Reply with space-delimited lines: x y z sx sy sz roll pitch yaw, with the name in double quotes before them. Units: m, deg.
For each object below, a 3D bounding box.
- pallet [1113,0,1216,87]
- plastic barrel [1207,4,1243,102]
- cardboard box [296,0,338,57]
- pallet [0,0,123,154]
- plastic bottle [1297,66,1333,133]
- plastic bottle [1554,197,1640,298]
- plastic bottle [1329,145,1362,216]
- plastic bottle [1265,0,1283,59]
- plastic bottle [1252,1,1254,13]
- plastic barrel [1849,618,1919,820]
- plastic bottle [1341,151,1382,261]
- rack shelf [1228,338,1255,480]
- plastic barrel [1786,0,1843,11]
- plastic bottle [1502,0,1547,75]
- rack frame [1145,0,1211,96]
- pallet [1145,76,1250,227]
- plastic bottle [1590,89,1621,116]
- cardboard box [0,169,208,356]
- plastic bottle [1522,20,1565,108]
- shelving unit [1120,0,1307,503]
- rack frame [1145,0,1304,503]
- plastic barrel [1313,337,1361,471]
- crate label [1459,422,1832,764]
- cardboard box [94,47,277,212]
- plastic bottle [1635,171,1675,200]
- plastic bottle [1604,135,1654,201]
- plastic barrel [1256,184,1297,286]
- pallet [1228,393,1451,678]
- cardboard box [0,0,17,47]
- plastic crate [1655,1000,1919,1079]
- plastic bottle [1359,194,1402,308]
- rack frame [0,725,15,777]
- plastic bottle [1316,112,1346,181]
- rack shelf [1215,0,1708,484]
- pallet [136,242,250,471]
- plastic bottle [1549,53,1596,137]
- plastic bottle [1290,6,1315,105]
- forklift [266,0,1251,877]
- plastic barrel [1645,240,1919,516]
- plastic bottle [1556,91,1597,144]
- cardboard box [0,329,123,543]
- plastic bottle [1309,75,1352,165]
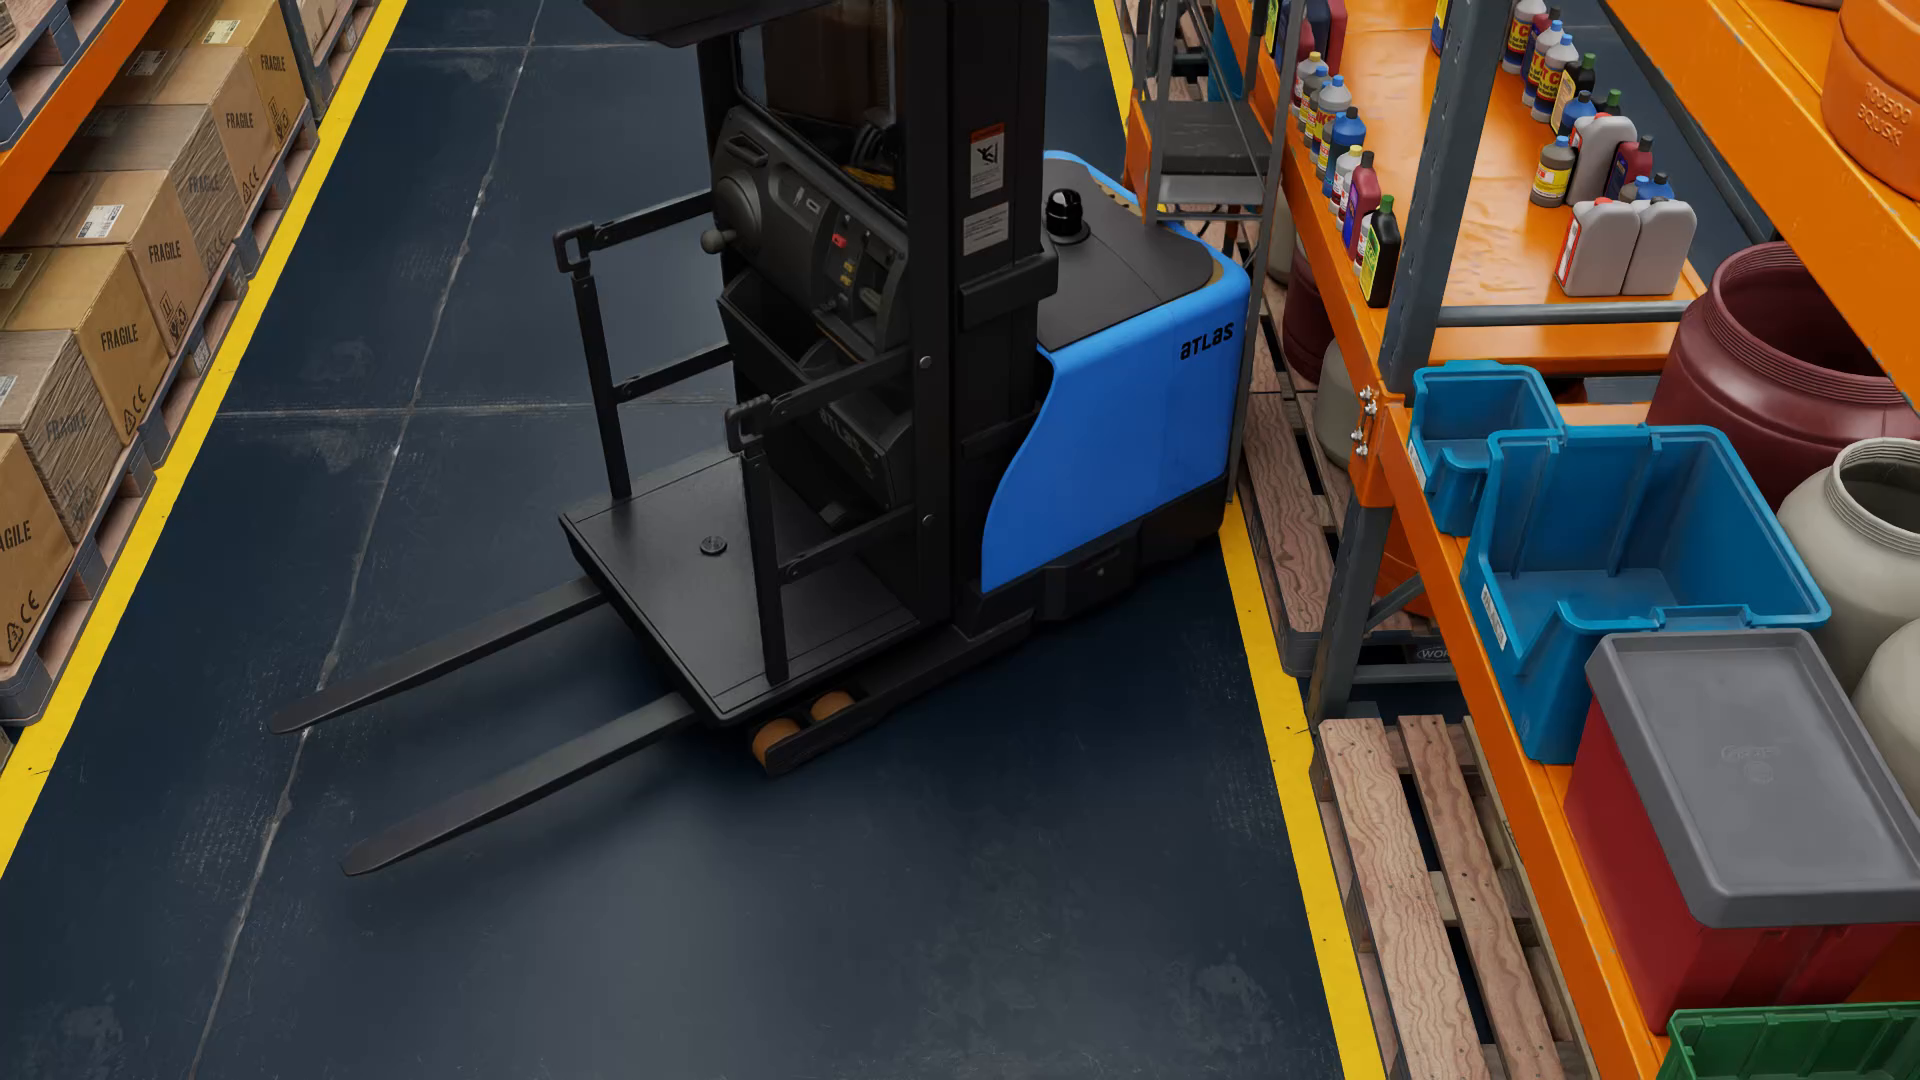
"pallet" 1.336 -2.726 8.568 1.003 0.211 1.213 -2 43 -2
"plastic barrel" 1.412 -2.272 7.251 0.600 0.901 0.708 -2 43 -2
"cardboard box" -3.345 -2.579 8.009 0.500 0.311 0.500 -2 43 -2
"pallet" -3.460 -1.661 5.484 1.003 0.211 1.213 -2 43 -2
"plastic bottle" 1.111 -1.374 5.176 0.097 0.201 0.097 0 43 0
"plastic bottle" 1.729 -0.809 4.505 0.152 0.276 0.135 -2 43 -2
"plastic bottle" 1.132 -1.046 4.818 0.097 0.201 0.097 0 43 0
"plastic bottle" 1.071 -1.762 5.539 0.061 0.283 0.133 -2 43 -2
"plastic bottle" 1.076 -1.961 5.765 0.097 0.271 0.097 0 43 0
"plastic barrel" 1.851 0.373 3.040 0.421 0.512 0.421 0 43 0
"plastic bottle" 1.123 -0.932 4.633 0.061 0.283 0.133 -2 43 -2
"rack shelf" 0.747 -0.548 5.787 0.431 0.518 0.480 0 34 -3
"plastic barrel" 1.394 -1.288 2.344 0.600 0.901 0.600 0 43 0
"plastic bottle" 1.854 -1.671 5.448 0.097 0.271 0.097 0 43 0
"rack frame" 1.406 -3.259 7.085 1.000 3.000 0.127 -2 43 -2
"pallet" 1.397 -1.708 7.458 1.003 0.211 1.213 -2 43 -2
"plastic bottle" 1.901 -1.221 4.948 0.061 0.283 0.133 -2 43 -2
"cardboard box" -3.178 -1.019 6.166 0.500 0.500 0.500 -3 43 -3
"plastic bottle" 1.864 -1.515 5.278 0.097 0.271 0.097 0 43 0
"shelving unit" 0.767 -1.139 5.388 0.431 2.100 0.503 0 34 -3
"rack frame" 0.777 -1.002 5.186 0.400 2.100 0.015 0 34 -3
"plastic barrel" 1.425 -0.504 5.611 0.421 0.512 0.421 0 43 0
"crate label" 1.348 0.107 3.387 0.502 0.435 0.616 -2 43 -2
"cardboard box" -3.223 -1.701 6.910 0.500 0.500 0.500 -2 43 -2
"plastic bottle" 1.903 -0.891 4.598 0.097 0.271 0.097 0 43 0
"plastic bottle" 1.912 -1.040 4.751 0.061 0.283 0.133 -2 43 -2
"plastic barrel" 1.377 -1.267 6.442 0.421 0.512 0.421 0 43 0
"pallet" 1.501 -0.061 5.661 1.003 0.211 1.213 -2 43 -2
"cardboard box" -3.360 -1.655 4.951 0.700 0.500 0.500 6 43 6
"plastic crate" 1.390 1.053 2.538 0.450 0.188 0.662 -2 43 -2
"plastic bottle" 1.133 -0.776 4.463 0.061 0.283 0.133 -2 43 -2
"rack frame" -3.373 -0.419 3.987 1.000 3.000 0.127 -2 43 -2
"plastic bottle" 1.124 -1.177 4.961 0.097 0.201 0.097 0 43 0
"rack shelf" 1.491 -1.643 5.855 1.077 0.370 4.000 -2 43 -2
"pallet" -3.416 -0.717 6.376 1.003 0.211 1.213 -2 43 -2
"plastic bottle" 1.891 -1.376 5.118 0.061 0.283 0.133 -2 43 -2
"plastic bottle" 1.084 -1.548 5.305 0.061 0.283 0.133 -2 43 -2
"forklift" -0.593 -0.791 4.444 3.031 2.935 1.130 -25 48 -25
"plastic barrel" 1.898 -0.304 3.761 0.600 0.536 0.708 -2 43 -2
"plastic bottle" 1.823 -1.202 4.936 0.097 0.271 0.097 0 43 0
"cardboard box" -3.135 -0.328 5.412 0.500 0.500 0.500 -3 43 -3
"plastic bottle" 1.120 -1.269 5.009 0.097 0.271 0.097 0 43 0
